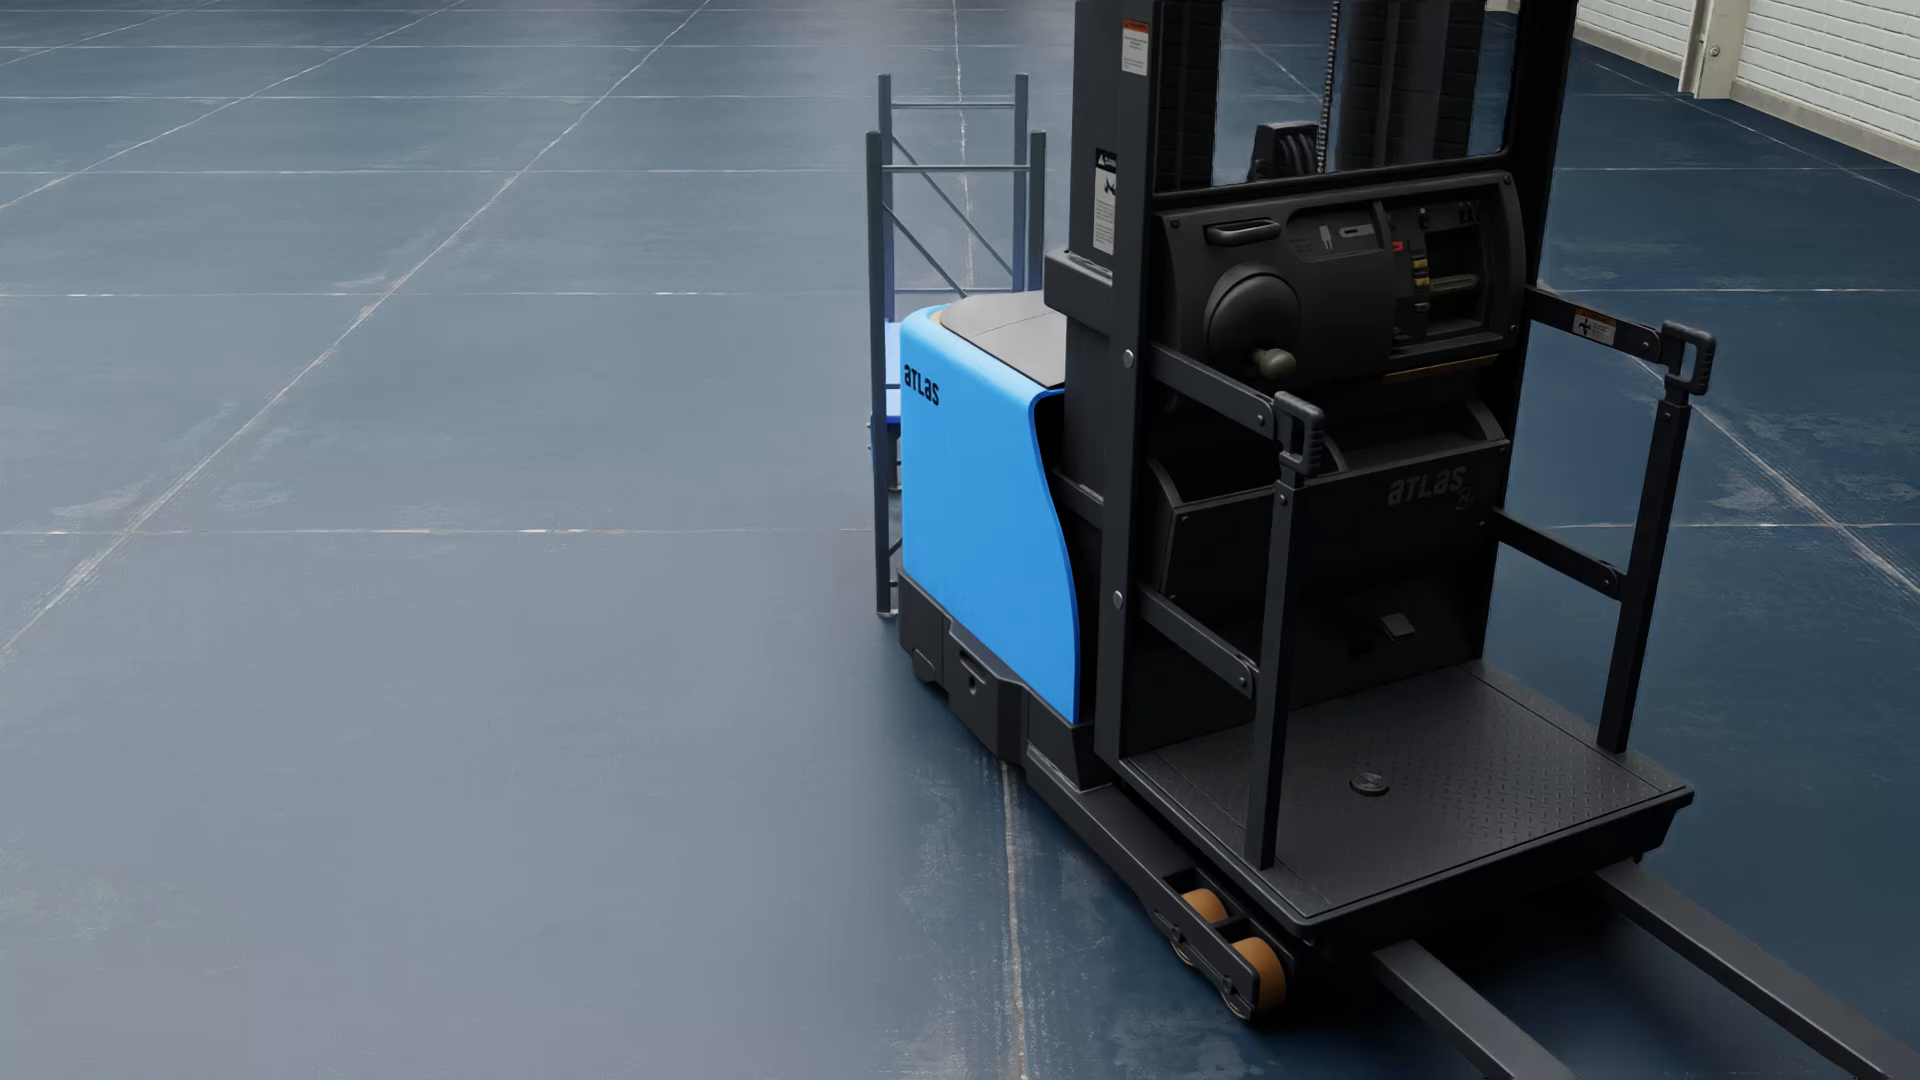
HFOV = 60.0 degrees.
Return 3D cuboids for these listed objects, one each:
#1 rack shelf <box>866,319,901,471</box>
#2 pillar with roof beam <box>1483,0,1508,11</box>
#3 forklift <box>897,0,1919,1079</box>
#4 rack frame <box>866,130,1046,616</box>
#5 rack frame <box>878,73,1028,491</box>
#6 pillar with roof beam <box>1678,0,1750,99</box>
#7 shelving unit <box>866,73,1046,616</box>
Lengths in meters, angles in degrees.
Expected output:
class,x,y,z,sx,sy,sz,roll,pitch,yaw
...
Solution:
class,x,y,z,sx,sy,sz,roll,pitch,yaw
rack shelf,-0.018,-0.499,5.470,0.538,0.185,1.000,0,24,-1
pillar with roof beam,1.946,-10.330,17.670,9.100,9.000,0.400,0,24,-1
forklift,0.933,-0.535,3.376,1.130,2.935,3.031,-12,27,-24
rack frame,-0.012,-0.453,4.932,0.500,1.500,0.032,0,24,-1
rack frame,-0.024,-0.872,5.859,0.500,1.500,0.032,0,24,-1
pillar with roof beam,2.012,-7.858,12.204,9.100,9.000,0.400,0,24,-1
shelving unit,-0.018,-0.663,5.395,0.538,1.500,1.048,0,24,-1
